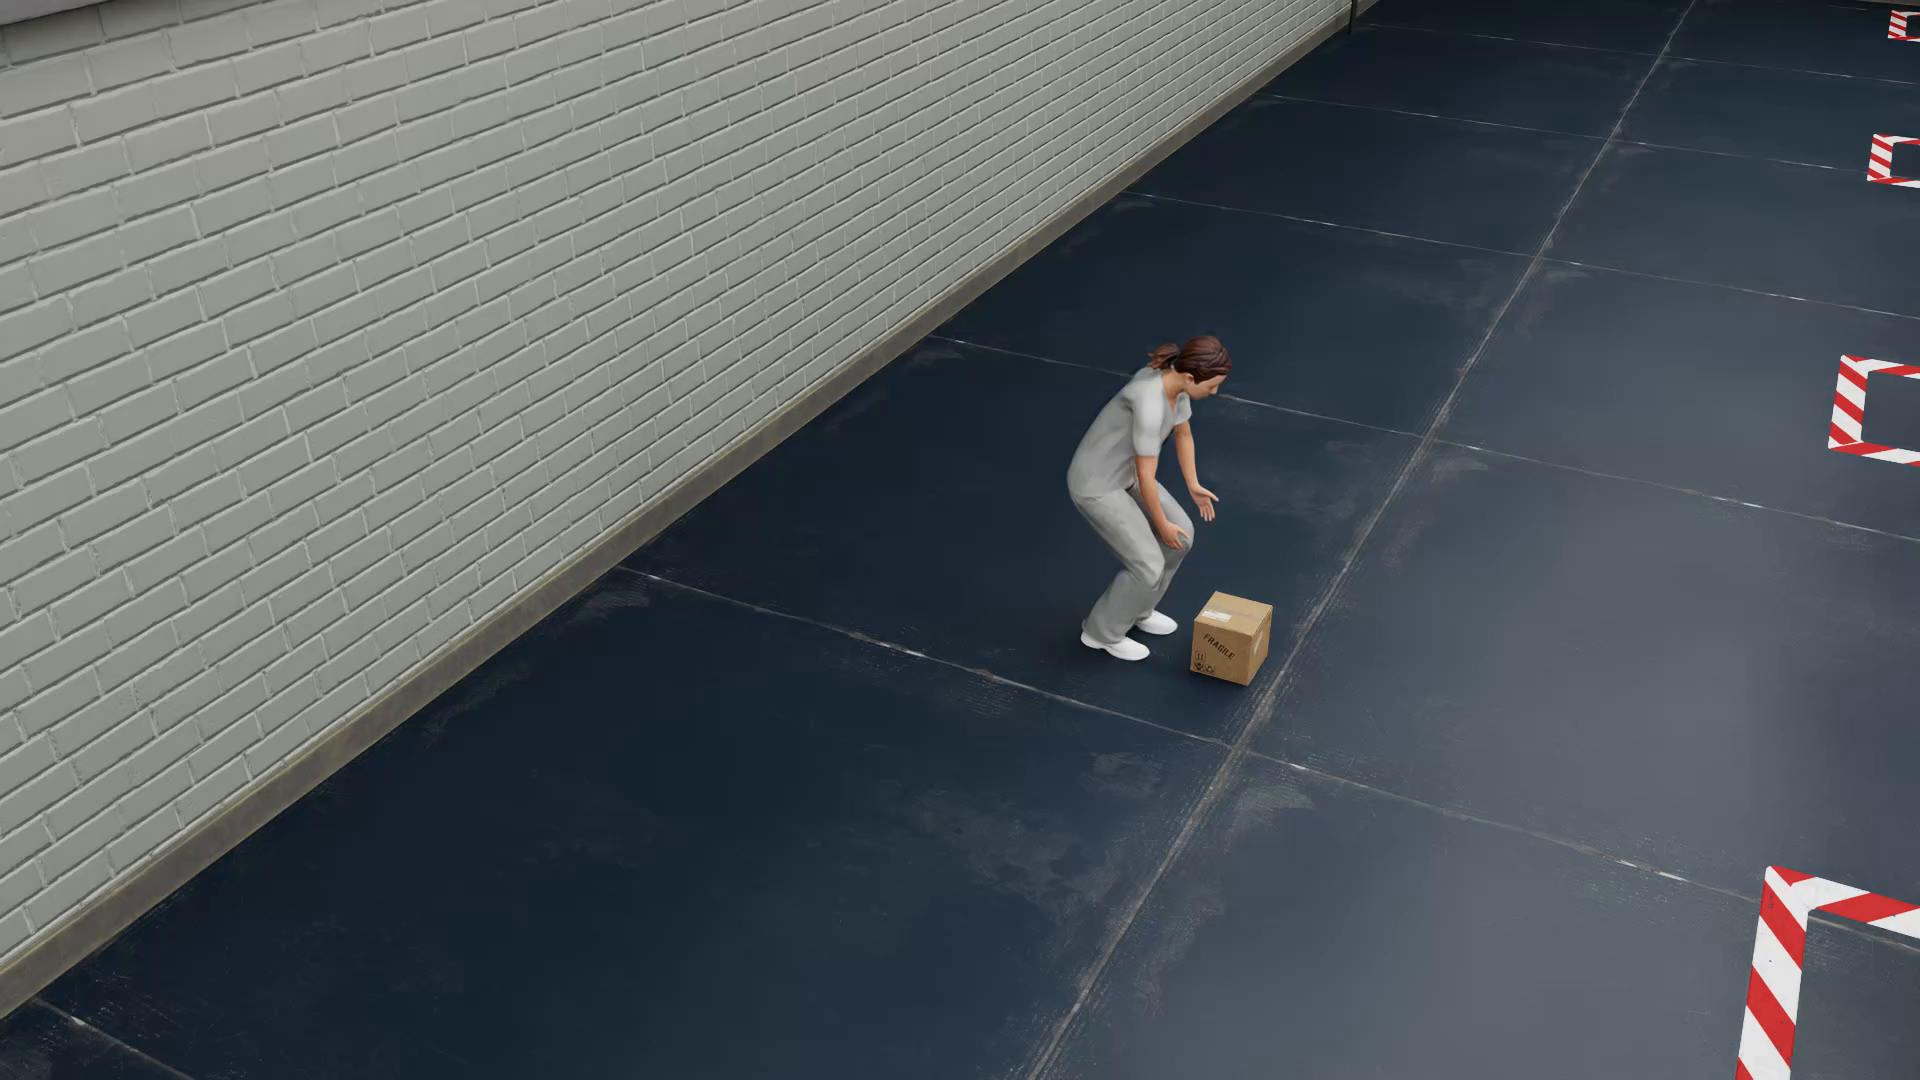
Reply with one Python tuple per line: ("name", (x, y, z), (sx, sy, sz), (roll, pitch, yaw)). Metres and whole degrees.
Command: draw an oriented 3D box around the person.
("person", (0.756, -0.205, 6.748), (0.616, 1.417, 0.490), (15, 33, 24))
